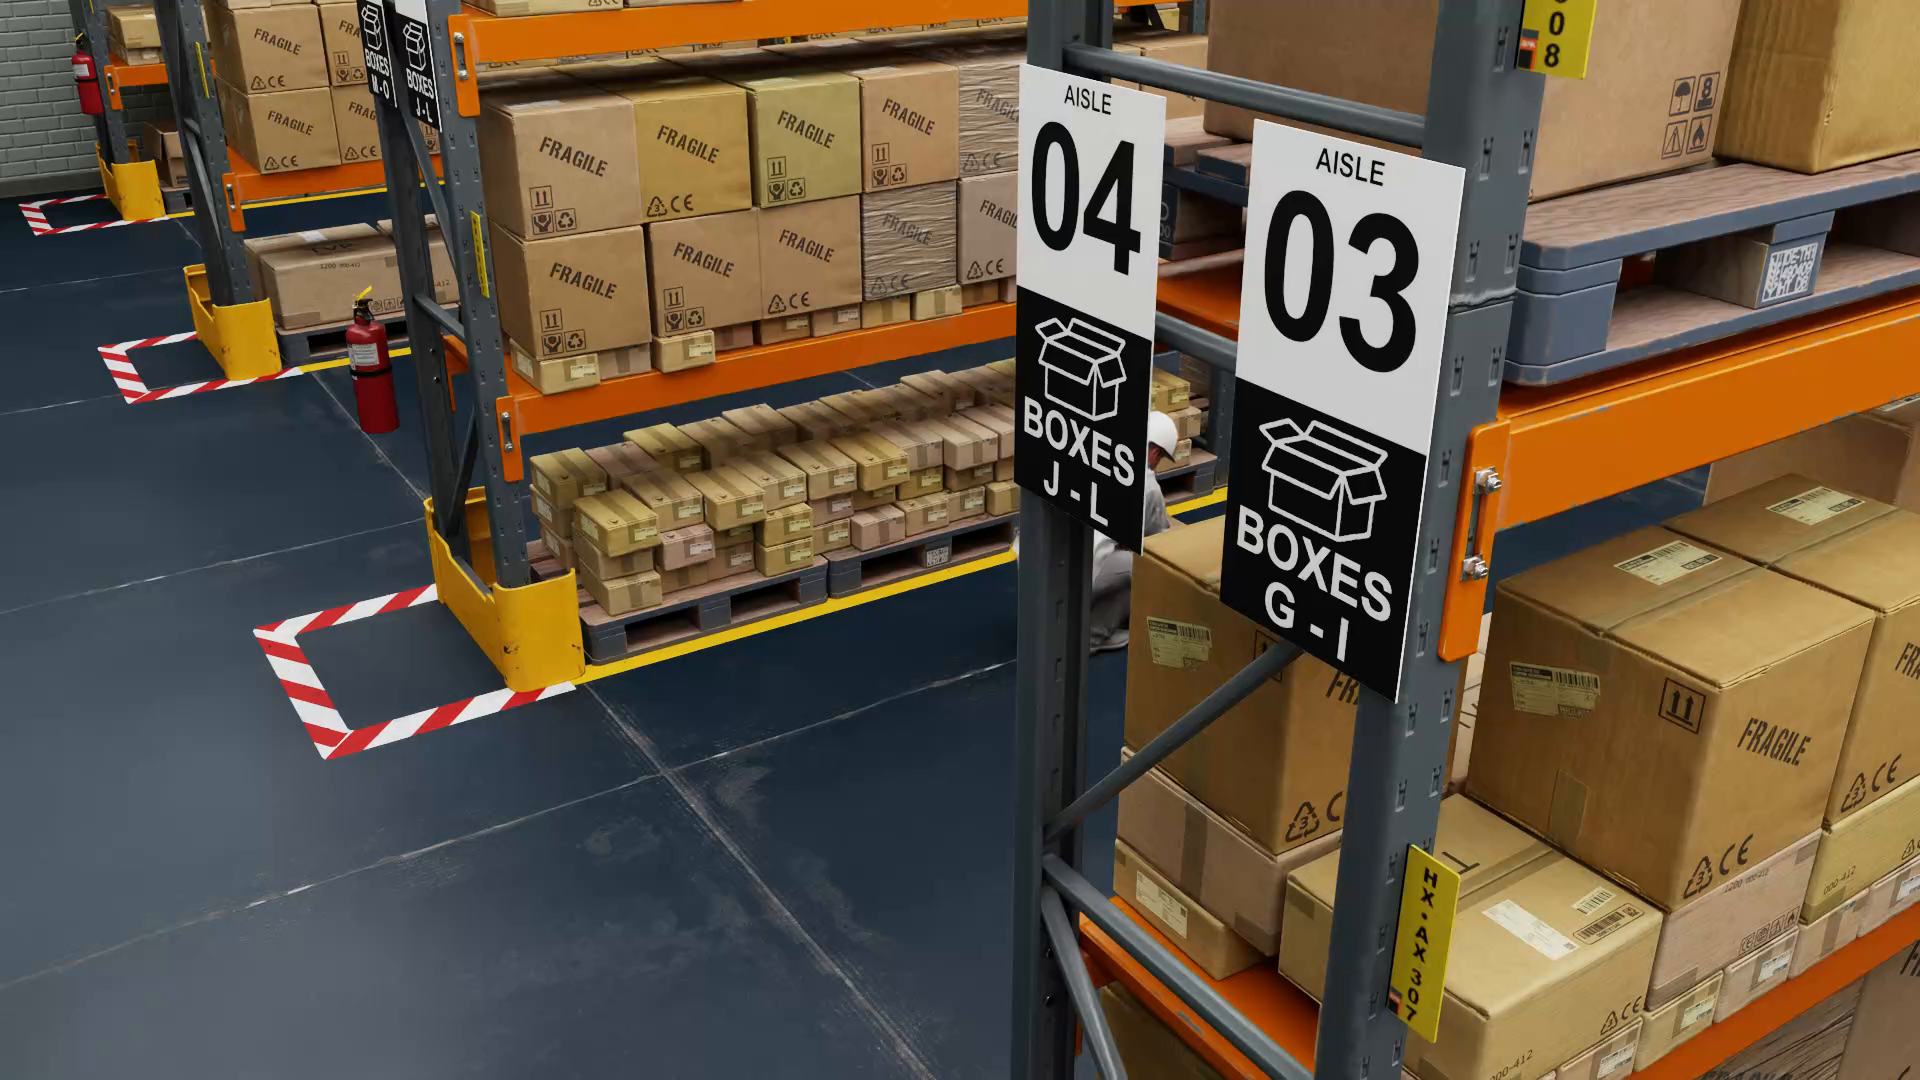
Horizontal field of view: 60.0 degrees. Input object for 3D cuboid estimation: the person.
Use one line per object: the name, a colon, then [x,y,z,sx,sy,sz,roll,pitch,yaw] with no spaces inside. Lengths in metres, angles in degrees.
person: [0.647,-0.030,7.556,0.872,1.015,0.510,-16,29,-31]
